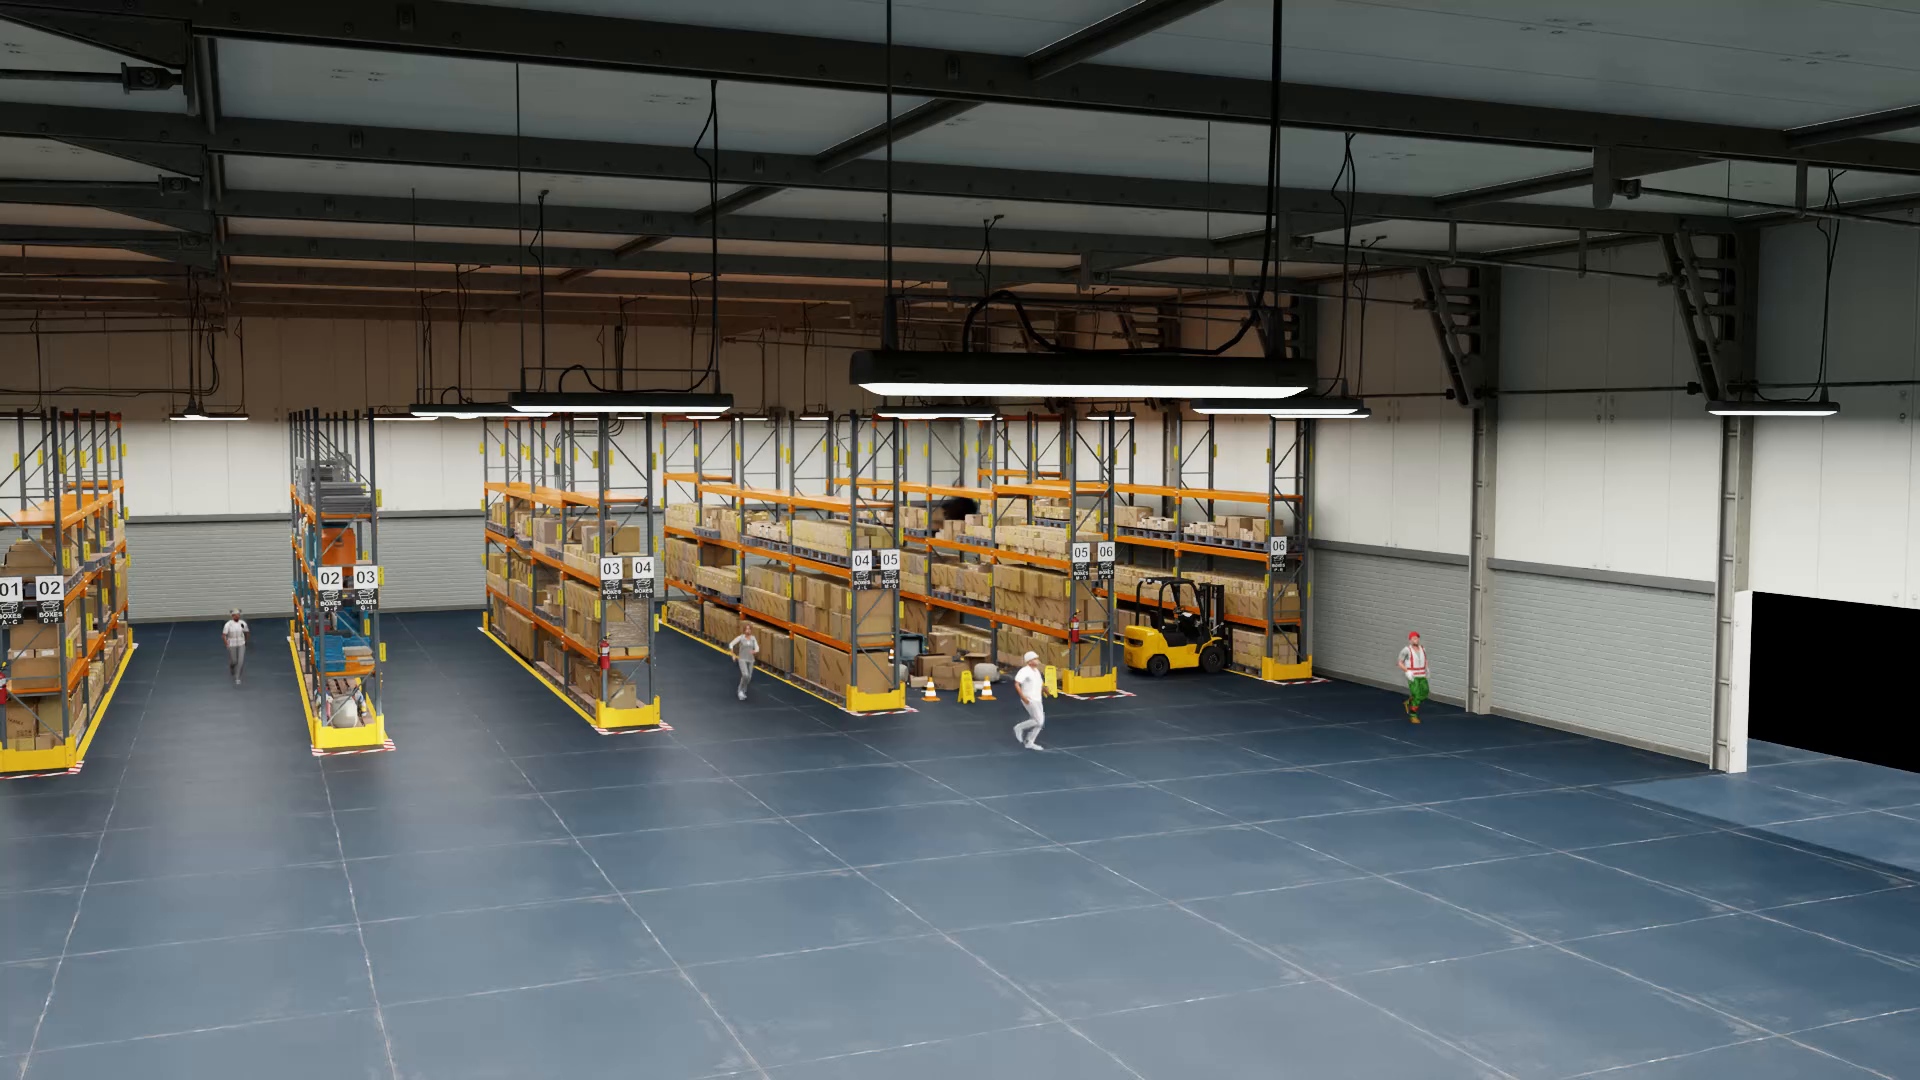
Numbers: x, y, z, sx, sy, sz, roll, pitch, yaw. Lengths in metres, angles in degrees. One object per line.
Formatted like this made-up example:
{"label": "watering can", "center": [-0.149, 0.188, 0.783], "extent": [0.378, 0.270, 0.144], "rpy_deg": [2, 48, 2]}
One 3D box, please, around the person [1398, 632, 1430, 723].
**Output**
{"label": "person", "center": [8.706, 2.622, 31.890], "extent": [0.654, 1.748, 0.563], "rpy_deg": [-2, 4, -21]}

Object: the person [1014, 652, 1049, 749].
{"label": "person", "center": [1.255, 2.817, 29.225], "extent": [0.559, 1.720, 0.756], "rpy_deg": [2, 5, 27]}

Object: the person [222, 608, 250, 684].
{"label": "person", "center": [-16.004, 2.334, 36.797], "extent": [0.582, 1.660, 0.578], "rpy_deg": [-2, 5, -30]}

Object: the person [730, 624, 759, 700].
{"label": "person", "center": [-4.421, 2.524, 34.381], "extent": [0.541, 1.544, 0.581], "rpy_deg": [-3, 5, -32]}
